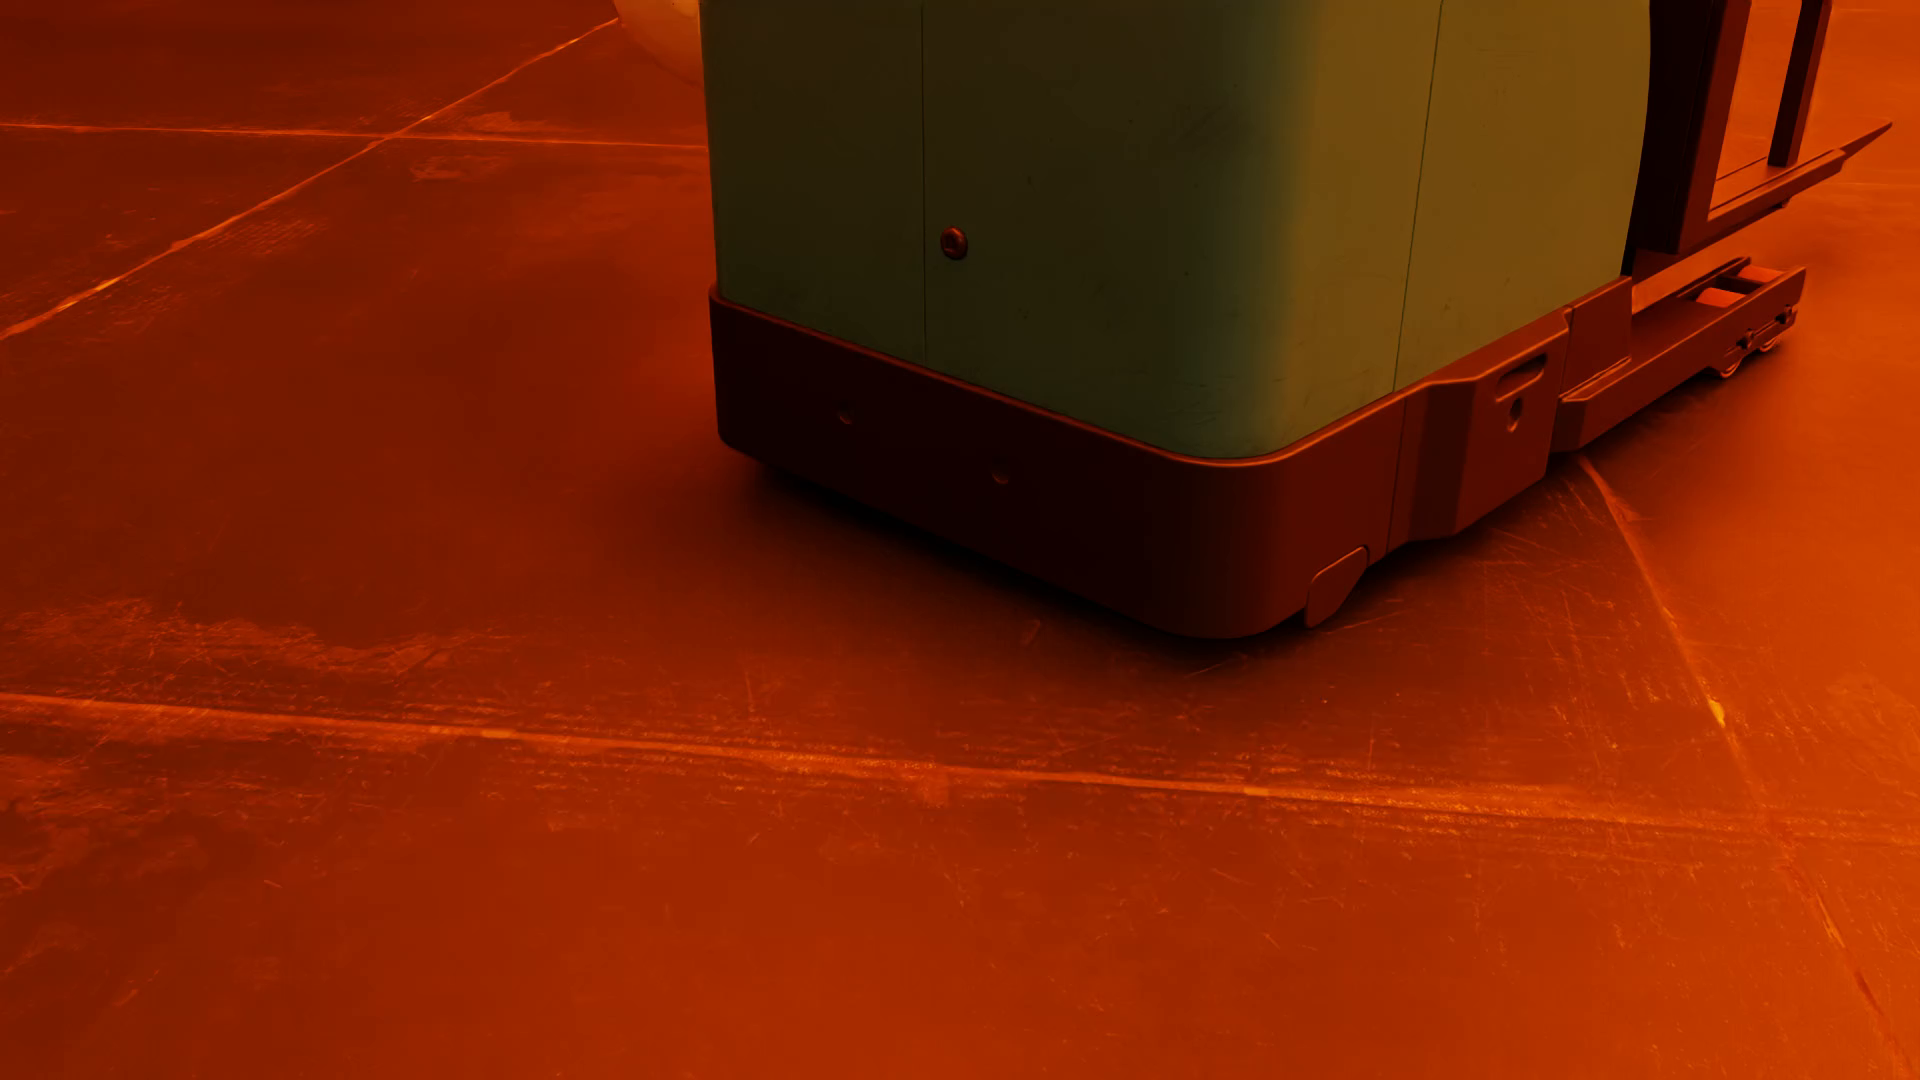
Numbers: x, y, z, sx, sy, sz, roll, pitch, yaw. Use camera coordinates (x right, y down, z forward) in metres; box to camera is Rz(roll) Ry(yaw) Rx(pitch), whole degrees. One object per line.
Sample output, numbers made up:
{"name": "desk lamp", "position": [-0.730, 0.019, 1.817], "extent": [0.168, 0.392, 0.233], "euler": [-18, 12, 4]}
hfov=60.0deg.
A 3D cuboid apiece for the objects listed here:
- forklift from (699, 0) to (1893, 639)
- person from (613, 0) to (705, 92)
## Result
{"name": "forklift", "position": [0.988, -1.753, 2.731], "extent": [1.130, 2.935, 3.031], "euler": [23, 35, 38]}
{"name": "person", "position": [-0.185, -0.978, 2.731], "extent": [0.892, 1.511, 1.097], "euler": [8, 28, 15]}
